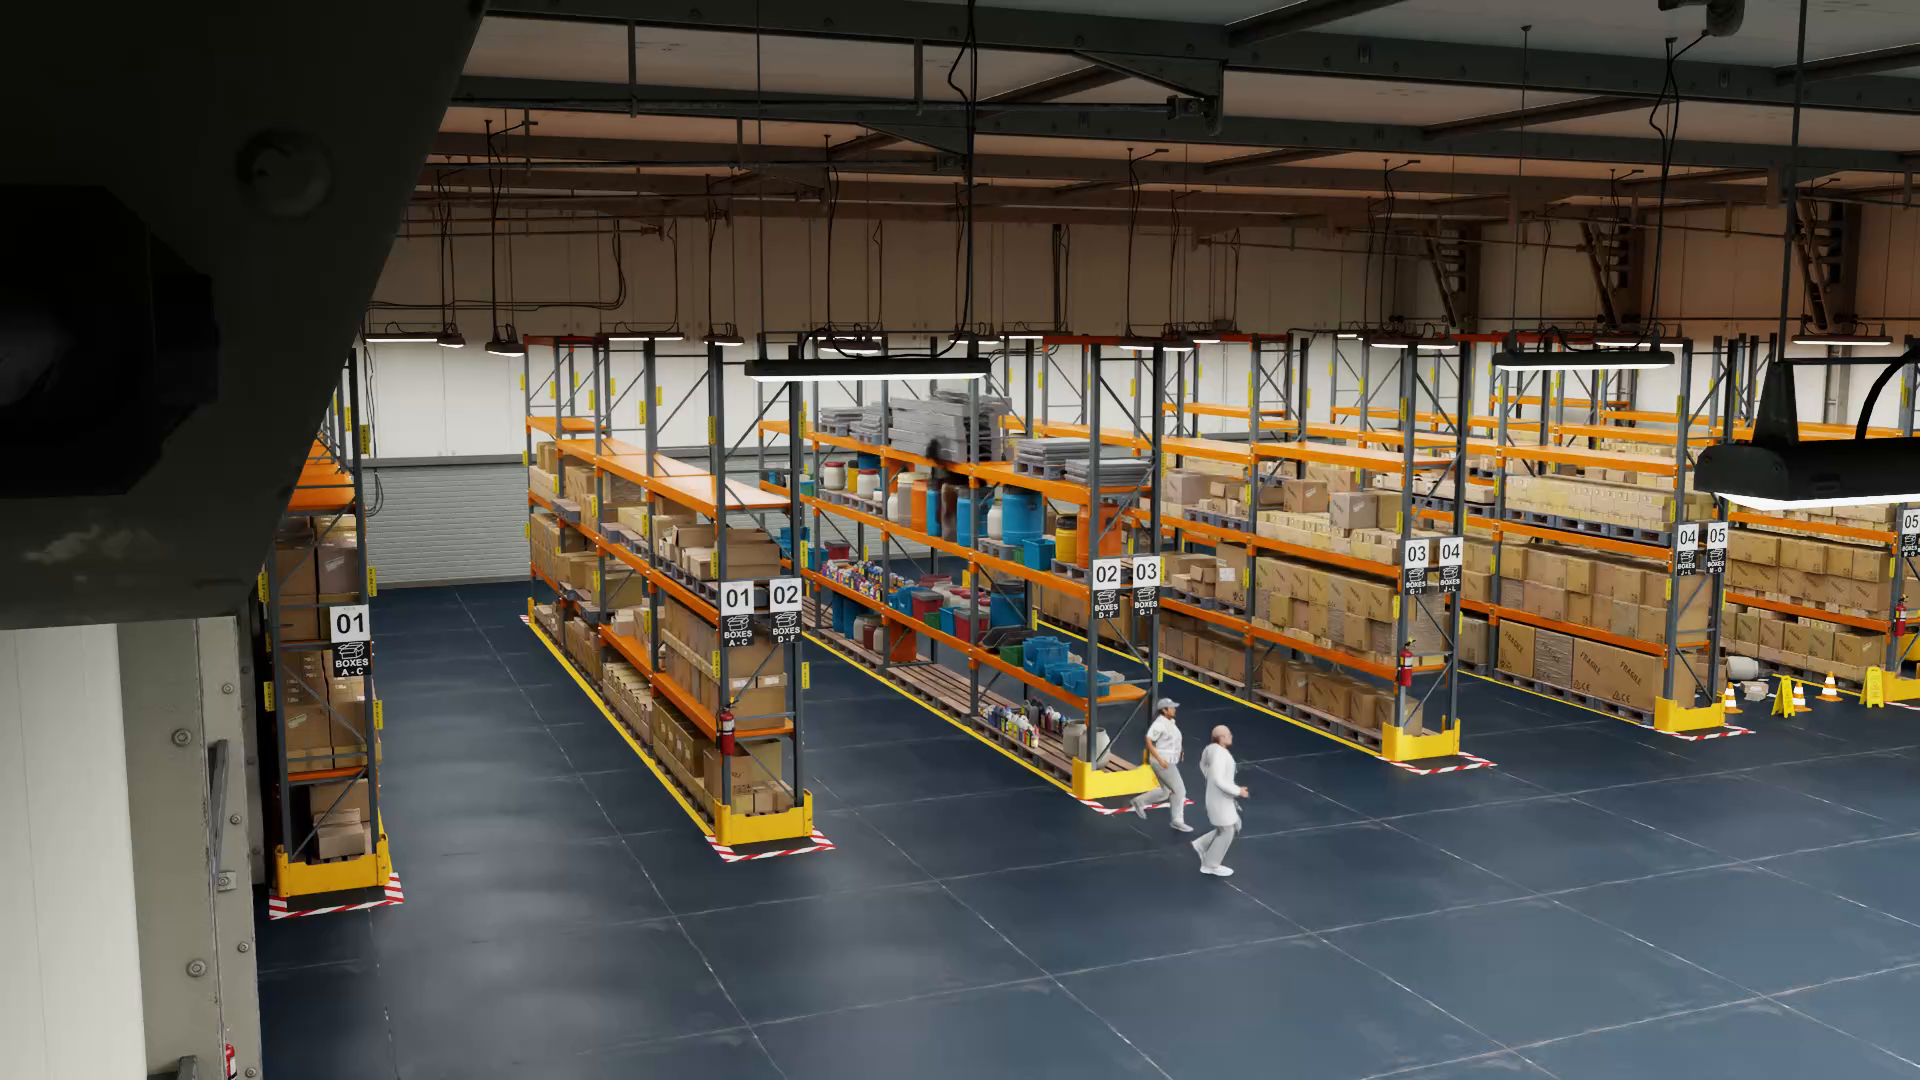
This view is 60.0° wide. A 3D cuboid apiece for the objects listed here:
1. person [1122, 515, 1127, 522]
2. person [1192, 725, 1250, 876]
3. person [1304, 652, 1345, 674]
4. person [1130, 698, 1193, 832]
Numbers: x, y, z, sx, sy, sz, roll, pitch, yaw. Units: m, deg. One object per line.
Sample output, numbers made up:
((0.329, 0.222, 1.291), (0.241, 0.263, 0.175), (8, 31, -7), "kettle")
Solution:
((3.812, 0.180, 40.237), (0.670, 1.669, 0.632), (4, 9, 30), "person")
((2.969, 2.963, 18.913), (0.630, 1.743, 0.716), (1, 8, 4), "person")
((6.636, 1.544, 29.853), (0.626, 1.703, 0.812), (-5, 9, -33), "person")
((2.546, 2.787, 20.751), (0.788, 1.657, 0.621), (3, 8, 18), "person")
